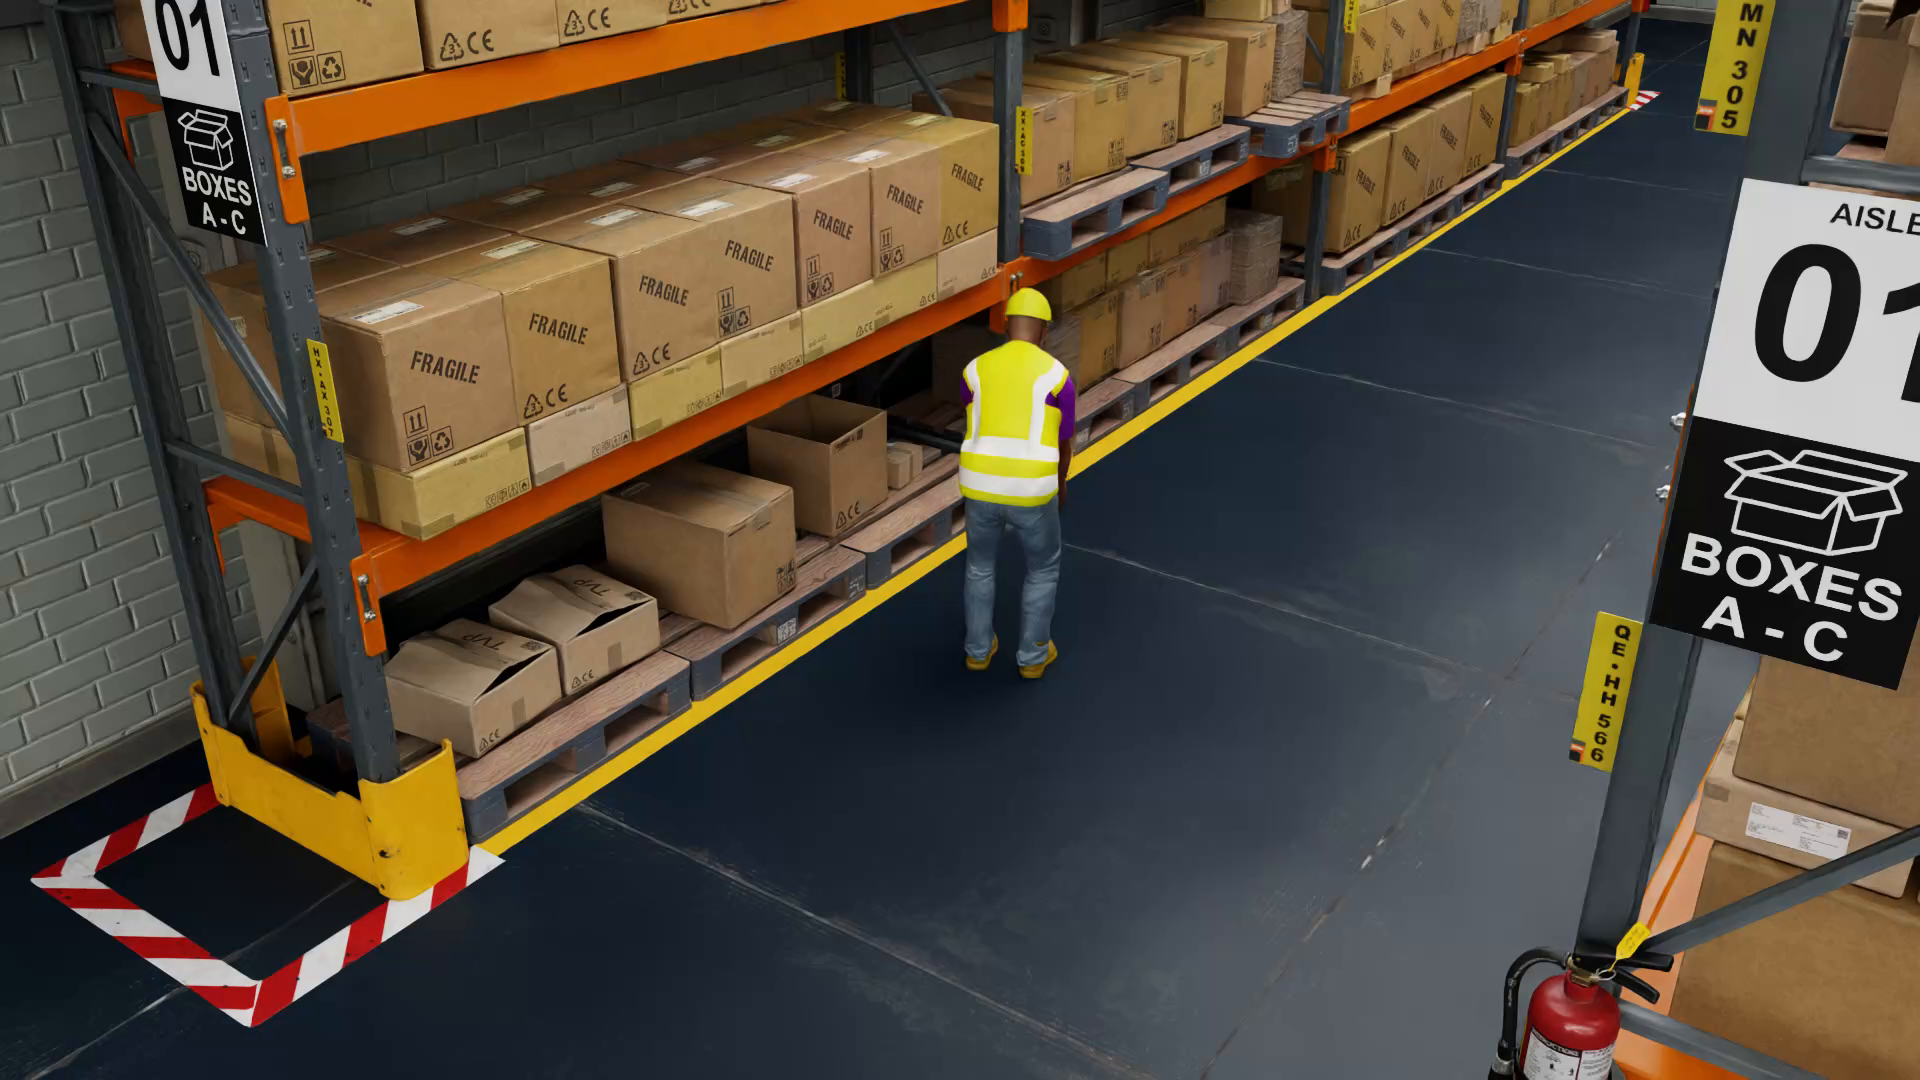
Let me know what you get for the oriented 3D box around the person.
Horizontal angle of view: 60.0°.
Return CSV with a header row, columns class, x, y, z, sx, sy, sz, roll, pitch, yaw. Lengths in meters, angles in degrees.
class,x,y,z,sx,sy,sz,roll,pitch,yaw
person,0.238,-0.248,7.225,0.489,1.634,0.715,8,28,15
